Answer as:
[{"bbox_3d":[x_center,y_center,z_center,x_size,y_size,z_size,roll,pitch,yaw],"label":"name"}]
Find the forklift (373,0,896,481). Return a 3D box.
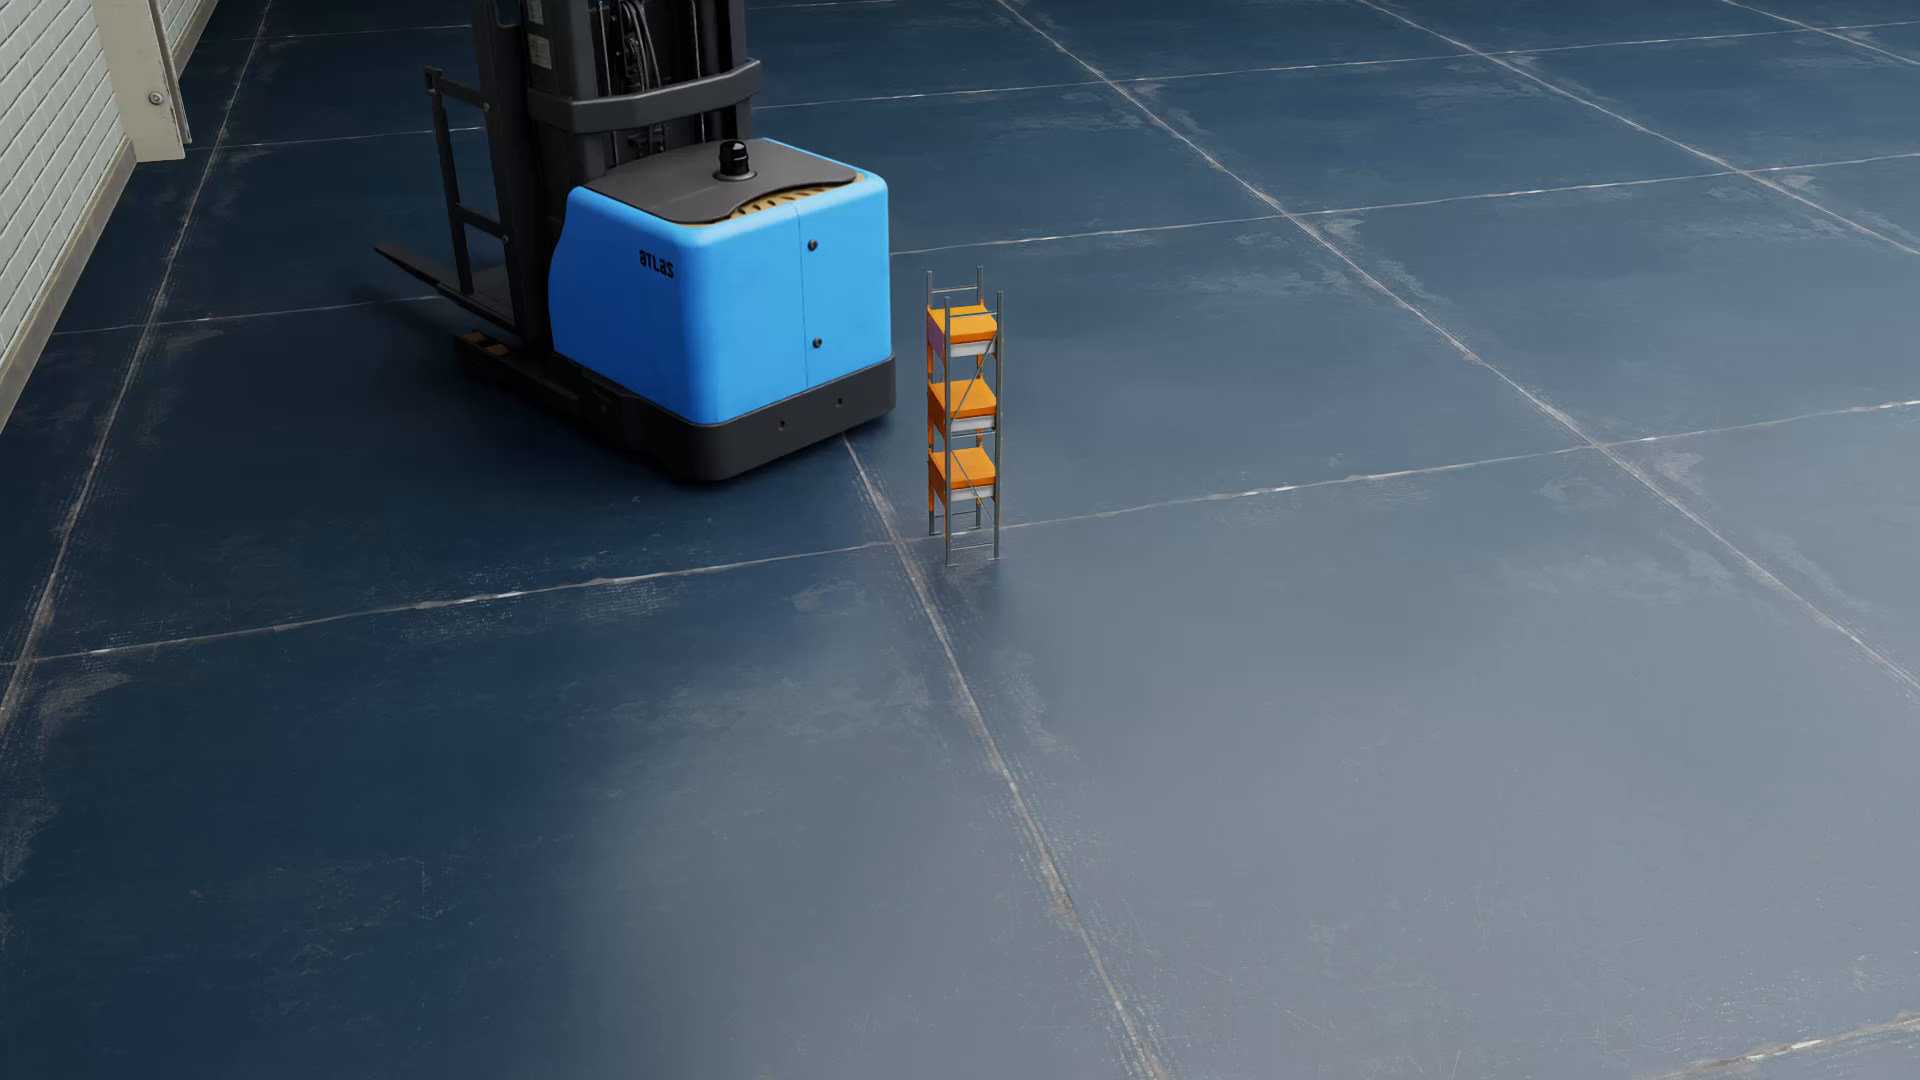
[{"bbox_3d":[-1.663,-2.139,7.020,1.130,2.935,3.031,-26,39,-37],"label":"forklift"}]

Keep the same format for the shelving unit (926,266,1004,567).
[{"bbox_3d":[0.014,-0.429,5.942,0.215,1.050,0.252,-8,31,-13],"label":"shelving unit"}]

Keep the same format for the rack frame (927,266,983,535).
[{"bbox_3d":[-0.018,-0.487,6.044,0.200,1.050,0.008,-8,31,-13],"label":"rack frame"}]

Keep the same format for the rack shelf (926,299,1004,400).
[{"bbox_3d":[0.014,-0.665,5.806,0.215,0.259,0.240,-8,31,-13],"label":"rack shelf"}]

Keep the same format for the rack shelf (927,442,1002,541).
[{"bbox_3d":[0.014,-0.179,6.087,0.215,0.259,0.240,-8,31,-13],"label":"rack shelf"}]

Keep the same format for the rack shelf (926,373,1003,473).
[{"bbox_3d":[0.014,-0.419,5.948,0.215,0.259,0.240,-8,31,-13],"label":"rack shelf"}]

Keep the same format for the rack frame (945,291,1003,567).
[{"bbox_3d":[0.047,-0.370,5.841,0.200,1.050,0.008,-8,31,-13],"label":"rack frame"}]

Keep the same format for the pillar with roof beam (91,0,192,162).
[{"bbox_3d":[-0.880,-6.916,9.216,9.100,9.000,0.400,-8,31,-13],"label":"pillar with roof beam"}]
